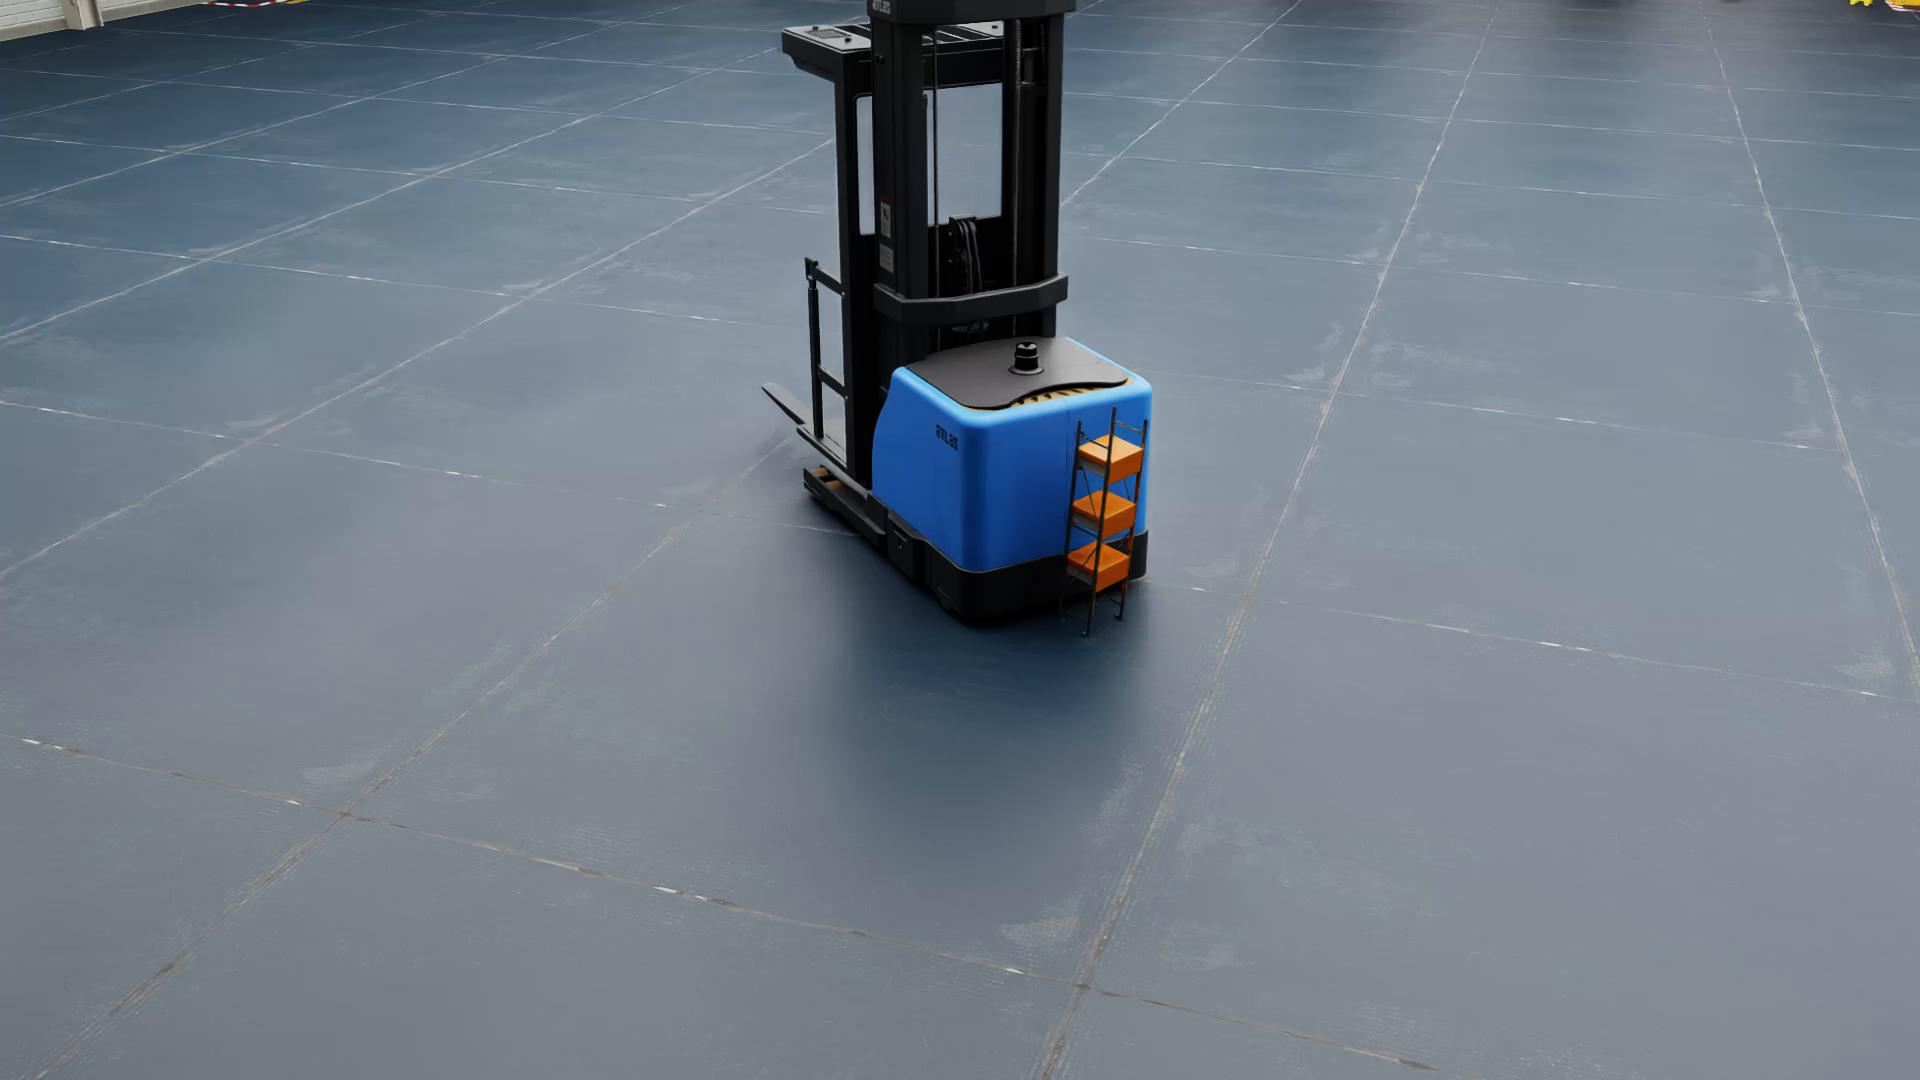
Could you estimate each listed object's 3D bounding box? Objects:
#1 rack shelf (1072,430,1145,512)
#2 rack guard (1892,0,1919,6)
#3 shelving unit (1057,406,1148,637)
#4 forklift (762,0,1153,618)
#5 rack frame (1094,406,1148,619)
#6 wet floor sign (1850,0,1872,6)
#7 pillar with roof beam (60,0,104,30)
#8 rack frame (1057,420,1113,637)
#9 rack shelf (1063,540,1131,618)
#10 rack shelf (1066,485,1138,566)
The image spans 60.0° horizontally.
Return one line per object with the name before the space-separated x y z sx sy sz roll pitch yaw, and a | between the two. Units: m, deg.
rack shelf | 0.670 -0.316 7.555 0.215 0.259 0.240 28 37 36
rack guard | 15.281 -8.616 25.972 1.175 0.500 0.348 9 27 17
shelving unit | 0.653 -0.079 7.688 0.215 1.050 0.252 28 37 36
forklift | -0.211 -1.560 8.609 1.130 2.935 3.031 -13 29 -25
rack frame | 0.738 -0.117 7.767 0.200 1.050 0.008 28 37 36
wet floor sign | 14.184 -8.727 26.035 0.267 0.644 0.232 20 32 35
pillar with roof beam | -8.619 -10.860 20.853 9.100 9.000 0.400 9 27 17
rack frame | 0.568 -0.040 7.610 0.200 1.050 0.008 28 37 36
rack shelf | 0.635 0.173 7.829 0.215 0.259 0.240 28 37 36
rack shelf | 0.652 -0.069 7.694 0.215 0.259 0.240 28 37 36
